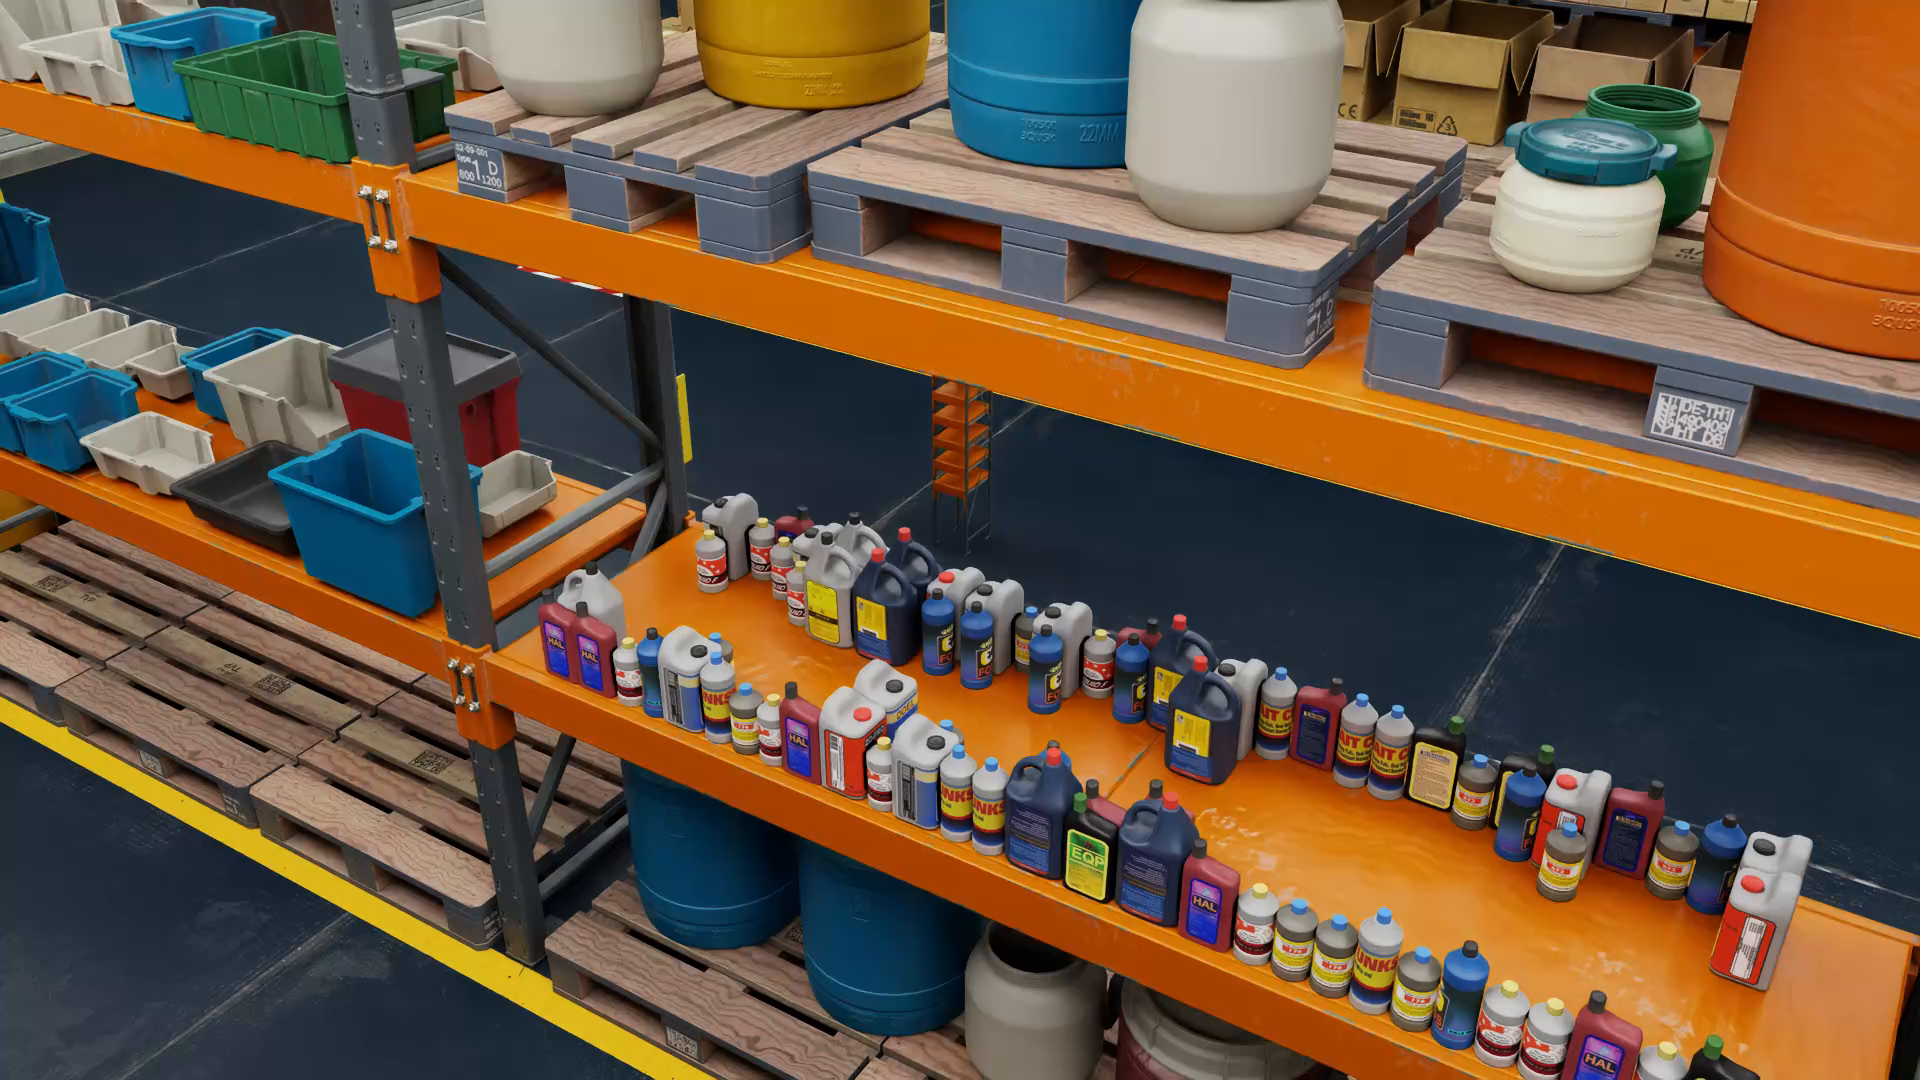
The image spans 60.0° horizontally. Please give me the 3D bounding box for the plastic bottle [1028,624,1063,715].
[{"bbox_3d":[0.245,0.363,4.778,0.097,0.271,0.097,0,30,0],"label":"plastic bottle"}]

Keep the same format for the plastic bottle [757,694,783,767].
[{"bbox_3d":[-0.509,0.516,4.586,0.097,0.201,0.097,0,30,0],"label":"plastic bottle"}]

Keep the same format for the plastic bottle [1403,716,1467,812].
[{"bbox_3d":[1.260,0.578,4.399,0.133,0.283,0.061,18,35,27],"label":"plastic bottle"}]

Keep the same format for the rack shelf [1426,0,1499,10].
[{"bbox_3d":[2.405,-4.478,13.663,4.000,0.370,1.077,18,35,27],"label":"rack shelf"}]

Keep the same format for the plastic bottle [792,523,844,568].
[{"bbox_3d":[-0.442,0.070,5.277,0.135,0.276,0.152,18,35,27],"label":"plastic bottle"}]

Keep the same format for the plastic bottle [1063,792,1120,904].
[{"bbox_3d":[0.324,0.755,4.095,0.133,0.283,0.061,18,35,27],"label":"plastic bottle"}]

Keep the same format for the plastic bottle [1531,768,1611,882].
[{"bbox_3d":[1.544,0.698,4.200,0.135,0.276,0.152,18,35,27],"label":"plastic bottle"}]

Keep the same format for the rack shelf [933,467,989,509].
[{"bbox_3d":[0.012,-0.269,8.084,0.180,0.103,0.258,18,35,27],"label":"rack shelf"}]

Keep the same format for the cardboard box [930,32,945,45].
[{"bbox_3d":[-0.156,-2.872,10.049,0.500,0.250,0.500,18,35,27],"label":"cardboard box"}]

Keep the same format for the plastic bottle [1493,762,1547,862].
[{"bbox_3d":[1.428,0.683,4.230,0.097,0.271,0.097,0,30,0],"label":"plastic bottle"}]

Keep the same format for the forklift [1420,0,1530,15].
[{"bbox_3d":[3.515,-3.307,11.010,3.031,2.935,1.130,-12,32,-20],"label":"forklift"}]

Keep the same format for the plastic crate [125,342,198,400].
[{"bbox_3d":[-3.111,-0.672,6.628,0.250,0.136,0.298,18,35,27],"label":"plastic crate"}]

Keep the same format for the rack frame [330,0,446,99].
[{"bbox_3d":[-1.257,-2.640,3.846,0.127,3.000,1.000,18,35,27],"label":"rack frame"}]

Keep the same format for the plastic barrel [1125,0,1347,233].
[{"bbox_3d":[0.549,-0.924,3.329,0.433,0.535,0.433,0,30,0],"label":"plastic barrel"}]

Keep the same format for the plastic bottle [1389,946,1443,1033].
[{"bbox_3d":[1.031,1.003,3.751,0.097,0.201,0.097,0,30,0],"label":"plastic bottle"}]

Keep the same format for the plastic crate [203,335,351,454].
[{"bbox_3d":[-2.452,-0.512,6.208,0.530,0.282,0.437,18,35,27],"label":"plastic crate"}]

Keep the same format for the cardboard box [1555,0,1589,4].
[{"bbox_3d":[4.426,-3.952,11.880,0.250,0.149,0.380,18,35,28],"label":"cardboard box"}]

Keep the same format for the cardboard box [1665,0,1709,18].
[{"bbox_3d":[5.063,-3.748,11.530,0.250,0.149,0.380,16,34,25],"label":"cardboard box"}]

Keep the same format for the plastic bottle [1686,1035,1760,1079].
[{"bbox_3d":[1.561,1.147,3.424,0.133,0.283,0.061,18,35,27],"label":"plastic bottle"}]

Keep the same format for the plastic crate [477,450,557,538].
[{"bbox_3d":[-1.575,-0.147,5.727,0.243,0.136,0.396,18,35,27],"label":"plastic crate"}]

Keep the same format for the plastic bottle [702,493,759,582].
[{"bbox_3d":[-0.751,-0.028,5.444,0.135,0.276,0.152,18,35,27],"label":"plastic bottle"}]

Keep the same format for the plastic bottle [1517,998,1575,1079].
[{"bbox_3d":[1.278,1.081,3.617,0.097,0.201,0.097,0,30,0],"label":"plastic bottle"}]

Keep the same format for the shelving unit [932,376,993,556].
[{"bbox_3d":[0.012,-0.514,7.941,0.189,1.200,0.258,18,35,27],"label":"shelving unit"}]

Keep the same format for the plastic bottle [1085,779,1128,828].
[{"bbox_3d":[0.356,0.729,4.139,0.133,0.283,0.061,18,35,27],"label":"plastic bottle"}]

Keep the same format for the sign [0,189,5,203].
[{"bbox_3d":[-4.366,-1.430,7.563,0.005,0.325,0.100,18,35,27],"label":"sign"}]

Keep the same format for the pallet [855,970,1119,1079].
[{"bbox_3d":[0.412,1.706,5.116,1.213,0.211,1.003,18,35,27],"label":"pallet"}]

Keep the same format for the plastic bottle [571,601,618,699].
[{"bbox_3d":[-1.060,0.317,4.845,0.133,0.283,0.061,18,35,27],"label":"plastic bottle"}]

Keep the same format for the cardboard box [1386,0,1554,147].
[{"bbox_3d":[2.497,-2.283,8.092,0.637,0.503,0.797,18,35,28],"label":"cardboard box"}]

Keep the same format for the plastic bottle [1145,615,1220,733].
[{"bbox_3d":[0.628,0.374,4.681,0.185,0.351,0.144,18,35,27],"label":"plastic bottle"}]

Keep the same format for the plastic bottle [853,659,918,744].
[{"bbox_3d":[-0.202,0.474,4.584,0.135,0.276,0.152,18,35,27],"label":"plastic bottle"}]

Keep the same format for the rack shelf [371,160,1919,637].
[{"bbox_3d":[0.437,-0.498,3.865,4.000,0.370,1.077,18,35,27],"label":"rack shelf"}]

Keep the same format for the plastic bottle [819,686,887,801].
[{"bbox_3d":[-0.283,0.539,4.472,0.135,0.276,0.152,18,35,27],"label":"plastic bottle"}]

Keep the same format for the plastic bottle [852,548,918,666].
[{"bbox_3d":[-0.225,0.190,4.997,0.185,0.351,0.144,18,35,27],"label":"plastic bottle"}]

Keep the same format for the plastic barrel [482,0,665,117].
[{"bbox_3d":[-0.945,-1.337,4.037,0.433,0.535,0.433,0,30,0],"label":"plastic barrel"}]

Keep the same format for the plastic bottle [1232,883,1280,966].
[{"bbox_3d":[0.701,0.899,3.930,0.097,0.201,0.097,0,30,0],"label":"plastic bottle"}]

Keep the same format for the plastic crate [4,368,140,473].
[{"bbox_3d":[-3.242,-0.435,6.125,0.300,0.233,0.416,18,35,27],"label":"plastic crate"}]

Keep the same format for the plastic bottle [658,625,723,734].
[{"bbox_3d":[-0.758,0.389,4.730,0.135,0.276,0.152,18,35,27],"label":"plastic bottle"}]

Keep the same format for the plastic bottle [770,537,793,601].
[{"bbox_3d":[-0.558,0.085,5.324,0.097,0.201,0.097,0,30,0],"label":"plastic bottle"}]

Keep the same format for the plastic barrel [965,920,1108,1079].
[{"bbox_3d":[0.225,1.376,4.967,0.421,0.512,0.421,0,30,0],"label":"plastic barrel"}]

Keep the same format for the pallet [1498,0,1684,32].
[{"bbox_3d":[4.669,-3.903,12.154,1.213,0.211,1.003,18,35,27],"label":"pallet"}]

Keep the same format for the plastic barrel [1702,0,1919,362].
[{"bbox_3d":[1.652,-0.793,2.814,0.708,0.830,0.600,18,35,27],"label":"plastic barrel"}]

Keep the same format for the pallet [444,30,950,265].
[{"bbox_3d":[-0.541,-1.095,4.361,1.003,0.211,1.213,18,35,27],"label":"pallet"}]

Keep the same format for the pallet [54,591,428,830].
[{"bbox_3d":[-2.938,0.648,6.929,1.213,0.211,1.003,18,35,27],"label":"pallet"}]

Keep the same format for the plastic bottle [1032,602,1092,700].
[{"bbox_3d":[0.296,0.303,4.877,0.135,0.276,0.152,18,35,27],"label":"plastic bottle"}]

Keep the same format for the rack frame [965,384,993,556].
[{"bbox_3d":[0.090,-0.490,7.899,0.006,1.200,0.240,18,35,27],"label":"rack frame"}]

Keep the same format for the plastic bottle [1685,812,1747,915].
[{"bbox_3d":[1.853,0.781,4.062,0.097,0.271,0.097,0,30,0],"label":"plastic bottle"}]

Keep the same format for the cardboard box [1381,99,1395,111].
[{"bbox_3d":[2.333,-2.062,8.709,0.500,0.500,0.500,19,35,29],"label":"cardboard box"}]

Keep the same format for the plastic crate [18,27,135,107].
[{"bbox_3d":[-2.537,-1.409,4.974,0.466,0.136,0.293,18,35,27],"label":"plastic crate"}]

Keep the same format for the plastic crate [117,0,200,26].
[{"bbox_3d":[-2.763,-1.855,5.738,0.530,0.136,0.437,18,35,27],"label":"plastic crate"}]

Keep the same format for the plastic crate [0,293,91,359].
[{"bbox_3d":[-3.858,-0.892,7.004,0.243,0.136,0.396,18,35,27],"label":"plastic crate"}]

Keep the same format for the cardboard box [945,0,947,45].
[{"bbox_3d":[0.250,-3.061,9.629,0.500,0.500,0.500,16,34,26],"label":"cardboard box"}]

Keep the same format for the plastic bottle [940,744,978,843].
[{"bbox_3d":[-0.003,0.646,4.294,0.097,0.271,0.097,0,30,0],"label":"plastic bottle"}]

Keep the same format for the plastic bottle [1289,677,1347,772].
[{"bbox_3d":[0.982,0.490,4.549,0.133,0.283,0.061,18,35,27],"label":"plastic bottle"}]

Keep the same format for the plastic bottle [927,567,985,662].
[{"bbox_3d":[-0.015,0.205,5.045,0.135,0.276,0.152,18,35,27],"label":"plastic bottle"}]

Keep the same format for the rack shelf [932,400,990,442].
[{"bbox_3d":[0.012,-0.580,7.903,0.180,0.103,0.258,18,35,27],"label":"rack shelf"}]
